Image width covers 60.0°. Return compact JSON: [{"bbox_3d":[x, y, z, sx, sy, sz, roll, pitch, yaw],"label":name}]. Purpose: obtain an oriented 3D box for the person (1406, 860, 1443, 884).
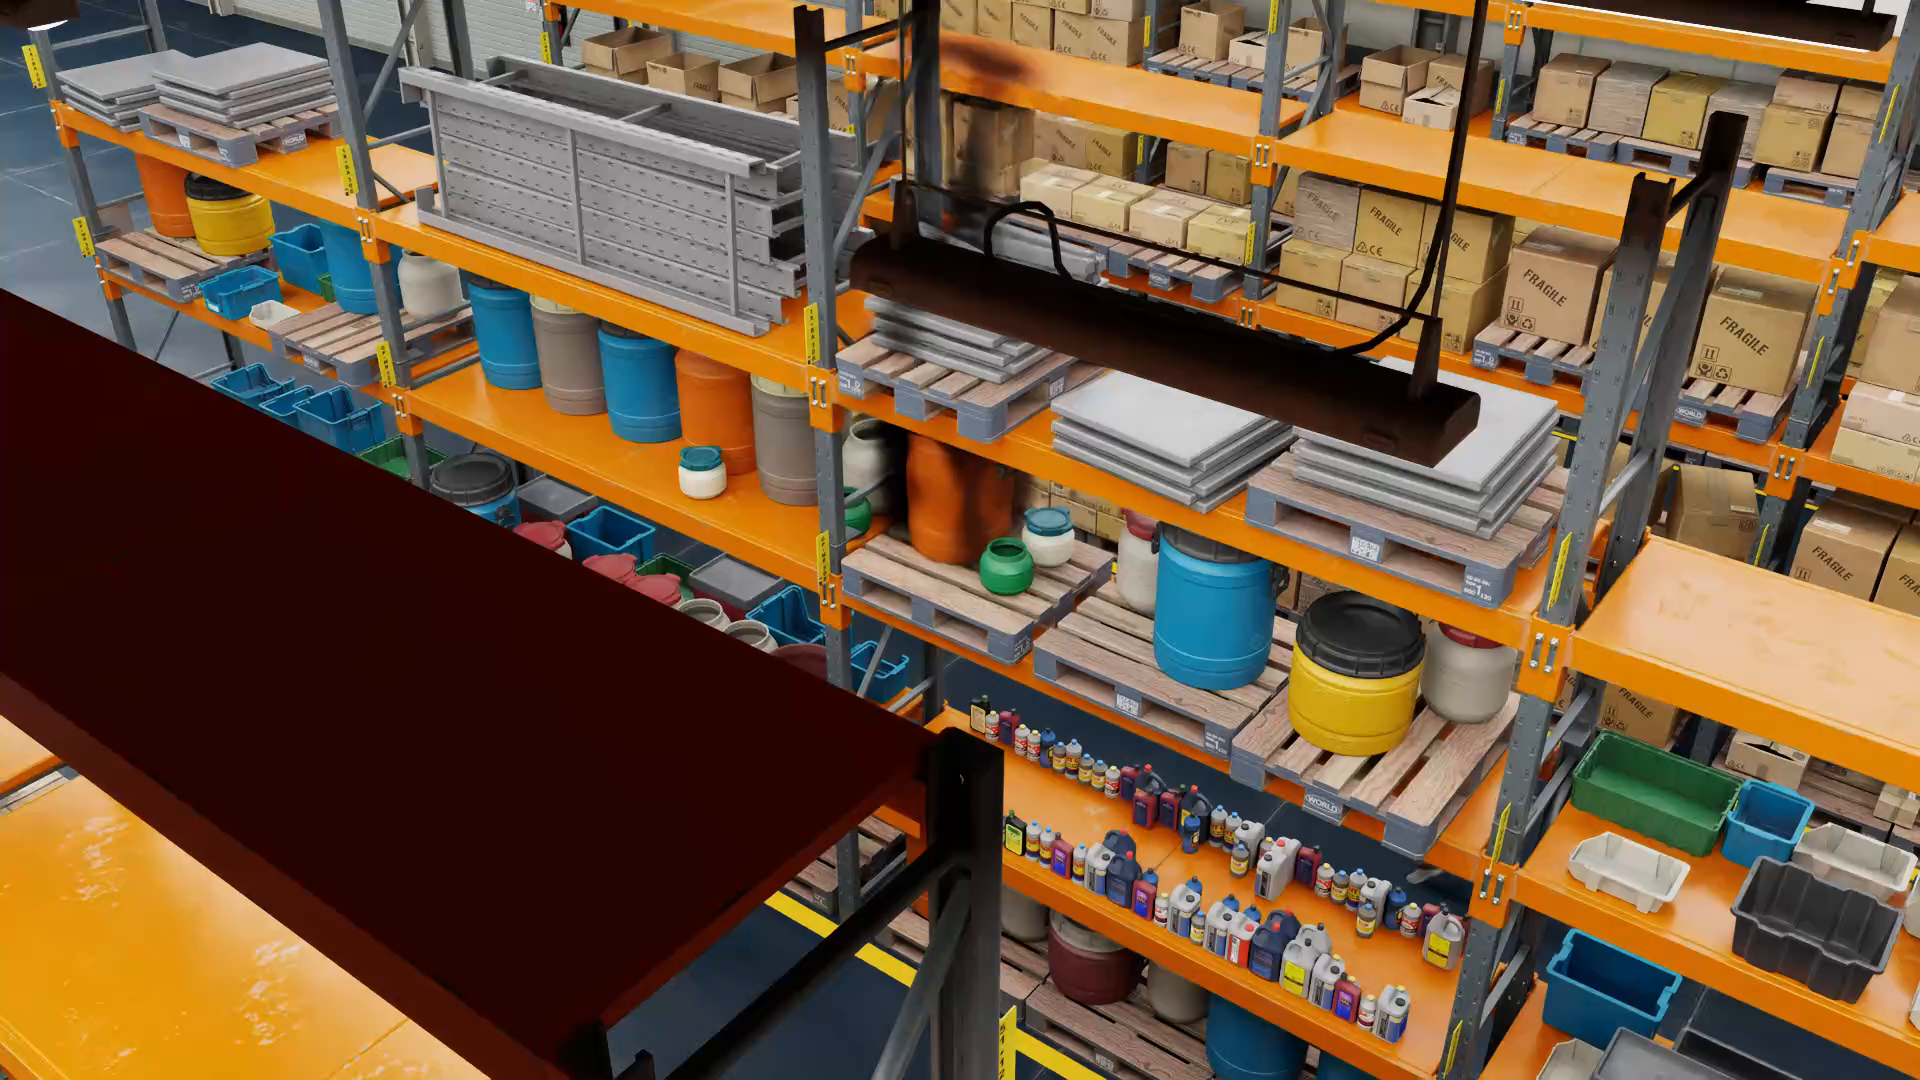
[{"bbox_3d":[3.413,1.694,10.938,0.822,1.720,0.561,21,37,31],"label":"person"}]
